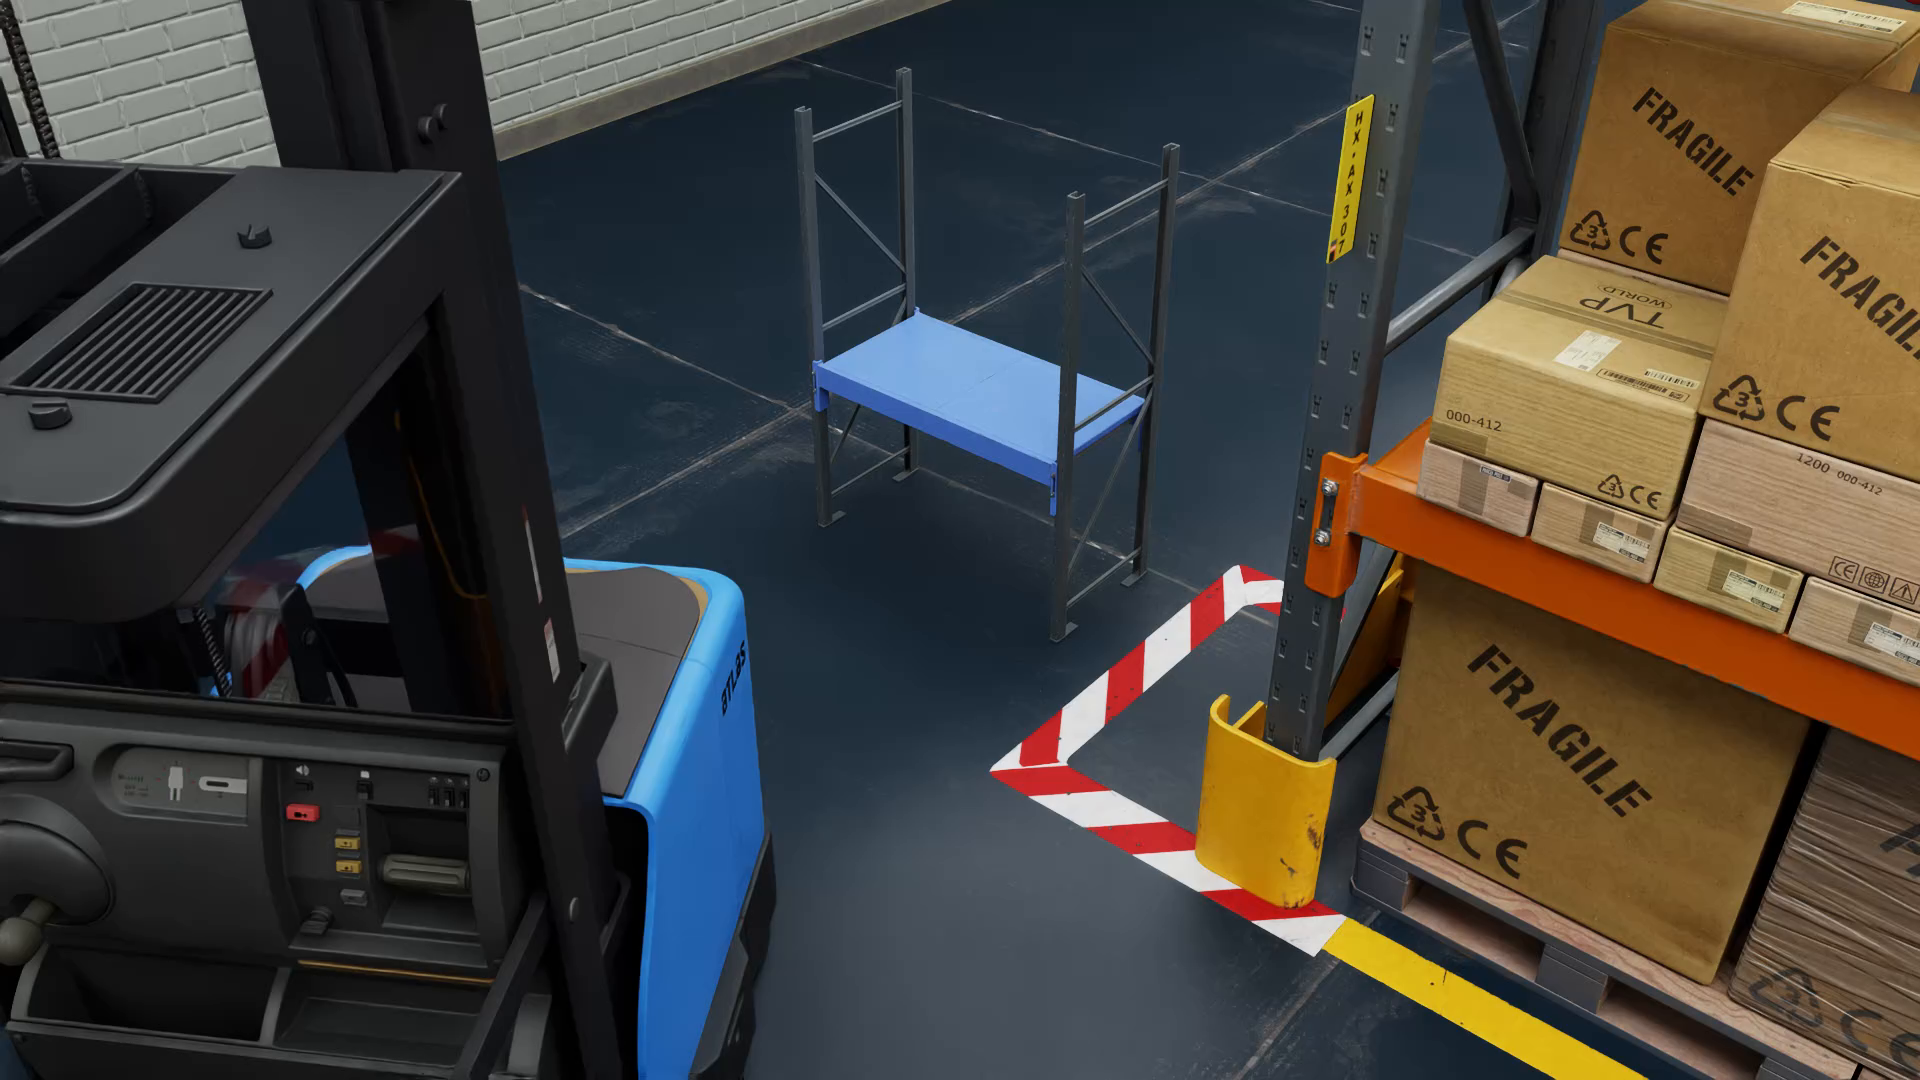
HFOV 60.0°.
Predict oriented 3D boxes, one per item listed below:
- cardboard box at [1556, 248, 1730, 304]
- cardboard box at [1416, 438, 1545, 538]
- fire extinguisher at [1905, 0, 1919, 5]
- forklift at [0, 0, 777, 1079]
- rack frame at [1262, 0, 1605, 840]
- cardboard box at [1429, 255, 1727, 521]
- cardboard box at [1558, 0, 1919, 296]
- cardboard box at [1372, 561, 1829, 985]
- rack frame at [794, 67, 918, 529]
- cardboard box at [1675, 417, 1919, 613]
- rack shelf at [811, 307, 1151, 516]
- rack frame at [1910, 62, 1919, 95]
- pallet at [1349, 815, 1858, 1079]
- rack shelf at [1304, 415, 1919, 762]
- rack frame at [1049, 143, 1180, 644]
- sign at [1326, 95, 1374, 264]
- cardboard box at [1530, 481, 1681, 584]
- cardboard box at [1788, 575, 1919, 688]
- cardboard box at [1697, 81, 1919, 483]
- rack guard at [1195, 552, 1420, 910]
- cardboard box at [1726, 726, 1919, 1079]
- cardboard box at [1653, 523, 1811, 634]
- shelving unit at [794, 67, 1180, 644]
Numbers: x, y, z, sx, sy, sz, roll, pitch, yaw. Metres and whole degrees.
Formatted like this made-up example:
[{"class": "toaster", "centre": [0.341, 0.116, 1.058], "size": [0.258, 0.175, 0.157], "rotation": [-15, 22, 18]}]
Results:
[{"class": "cardboard box", "centre": [1.677, -0.564, 3.792], "size": [0.500, 0.250, 0.500], "rotation": [25, 41, 31]}, {"class": "cardboard box", "centre": [1.196, -0.188, 3.596], "size": [0.250, 0.149, 0.380], "rotation": [26, 42, 32]}, {"class": "fire extinguisher", "centre": [4.487, -2.791, 7.562], "size": [0.183, 0.674, 0.296], "rotation": [25, 42, 32]}, {"class": "forklift", "centre": [-1.172, 0.537, 2.379], "size": [1.130, 2.935, 3.031], "rotation": [4, 35, 6]}, {"class": "rack frame", "centre": [1.135, -0.563, 3.921], "size": [0.127, 3.000, 1.000], "rotation": [25, 42, 32]}, {"class": "cardboard box", "centre": [1.331, -0.333, 3.455], "size": [0.500, 0.250, 0.500], "rotation": [24, 41, 31]}, {"class": "cardboard box", "centre": [1.677, -0.871, 3.576], "size": [0.500, 0.500, 0.500], "rotation": [26, 42, 32]}, {"class": "cardboard box", "centre": [1.678, 0.336, 4.116], "size": [0.875, 0.875, 0.875], "rotation": [25, 42, 32]}, {"class": "rack frame", "centre": [-0.325, -0.771, 5.549], "size": [0.032, 1.500, 0.500], "rotation": [25, 42, 32]}, {"class": "cardboard box", "centre": [1.734, -0.147, 3.185], "size": [0.500, 0.250, 0.500], "rotation": [25, 41, 31]}, {"class": "rack shelf", "centre": [0.066, -0.439, 5.382], "size": [1.000, 0.185, 0.538], "rotation": [25, 42, 32]}, {"class": "rack frame", "centre": [4.386, -2.685, 7.010], "size": [0.127, 3.000, 1.000], "rotation": [25, 42, 32]}, {"class": "pallet", "centre": [1.799, 0.842, 4.338], "size": [1.213, 0.211, 1.003], "rotation": [25, 42, 32]}, {"class": "rack shelf", "centre": [2.672, 0.458, 3.070], "size": [4.000, 0.370, 1.077], "rotation": [25, 42, 32]}, {"class": "rack frame", "centre": [0.456, -0.403, 5.012], "size": [0.032, 1.500, 0.500], "rotation": [25, 42, 32]}, {"class": "sign", "centre": [0.775, -0.714, 3.305], "size": [0.005, 0.325, 0.100], "rotation": [25, 42, 32]}, {"class": "cardboard box", "centre": [1.394, -0.095, 3.461], "size": [0.250, 0.149, 0.380], "rotation": [25, 41, 31]}, {"class": "cardboard box", "centre": [1.793, 0.091, 3.190], "size": [0.250, 0.149, 0.380], "rotation": [25, 41, 31]}, {"class": "cardboard box", "centre": [1.715, -0.461, 2.979], "size": [0.500, 0.500, 0.500], "rotation": [24, 41, 31]}, {"class": "rack guard", "centre": [1.116, 0.458, 4.641], "size": [0.348, 0.500, 1.175], "rotation": [25, 42, 32]}, {"class": "cardboard box", "centre": [2.377, 0.666, 3.637], "size": [0.875, 0.875, 0.875], "rotation": [25, 42, 32]}, {"class": "cardboard box", "centre": [1.591, -0.003, 3.326], "size": [0.250, 0.149, 0.380], "rotation": [24, 41, 31]}, {"class": "shelving unit", "centre": [0.066, -0.587, 5.280], "size": [1.048, 1.500, 0.538], "rotation": [25, 42, 32]}]
